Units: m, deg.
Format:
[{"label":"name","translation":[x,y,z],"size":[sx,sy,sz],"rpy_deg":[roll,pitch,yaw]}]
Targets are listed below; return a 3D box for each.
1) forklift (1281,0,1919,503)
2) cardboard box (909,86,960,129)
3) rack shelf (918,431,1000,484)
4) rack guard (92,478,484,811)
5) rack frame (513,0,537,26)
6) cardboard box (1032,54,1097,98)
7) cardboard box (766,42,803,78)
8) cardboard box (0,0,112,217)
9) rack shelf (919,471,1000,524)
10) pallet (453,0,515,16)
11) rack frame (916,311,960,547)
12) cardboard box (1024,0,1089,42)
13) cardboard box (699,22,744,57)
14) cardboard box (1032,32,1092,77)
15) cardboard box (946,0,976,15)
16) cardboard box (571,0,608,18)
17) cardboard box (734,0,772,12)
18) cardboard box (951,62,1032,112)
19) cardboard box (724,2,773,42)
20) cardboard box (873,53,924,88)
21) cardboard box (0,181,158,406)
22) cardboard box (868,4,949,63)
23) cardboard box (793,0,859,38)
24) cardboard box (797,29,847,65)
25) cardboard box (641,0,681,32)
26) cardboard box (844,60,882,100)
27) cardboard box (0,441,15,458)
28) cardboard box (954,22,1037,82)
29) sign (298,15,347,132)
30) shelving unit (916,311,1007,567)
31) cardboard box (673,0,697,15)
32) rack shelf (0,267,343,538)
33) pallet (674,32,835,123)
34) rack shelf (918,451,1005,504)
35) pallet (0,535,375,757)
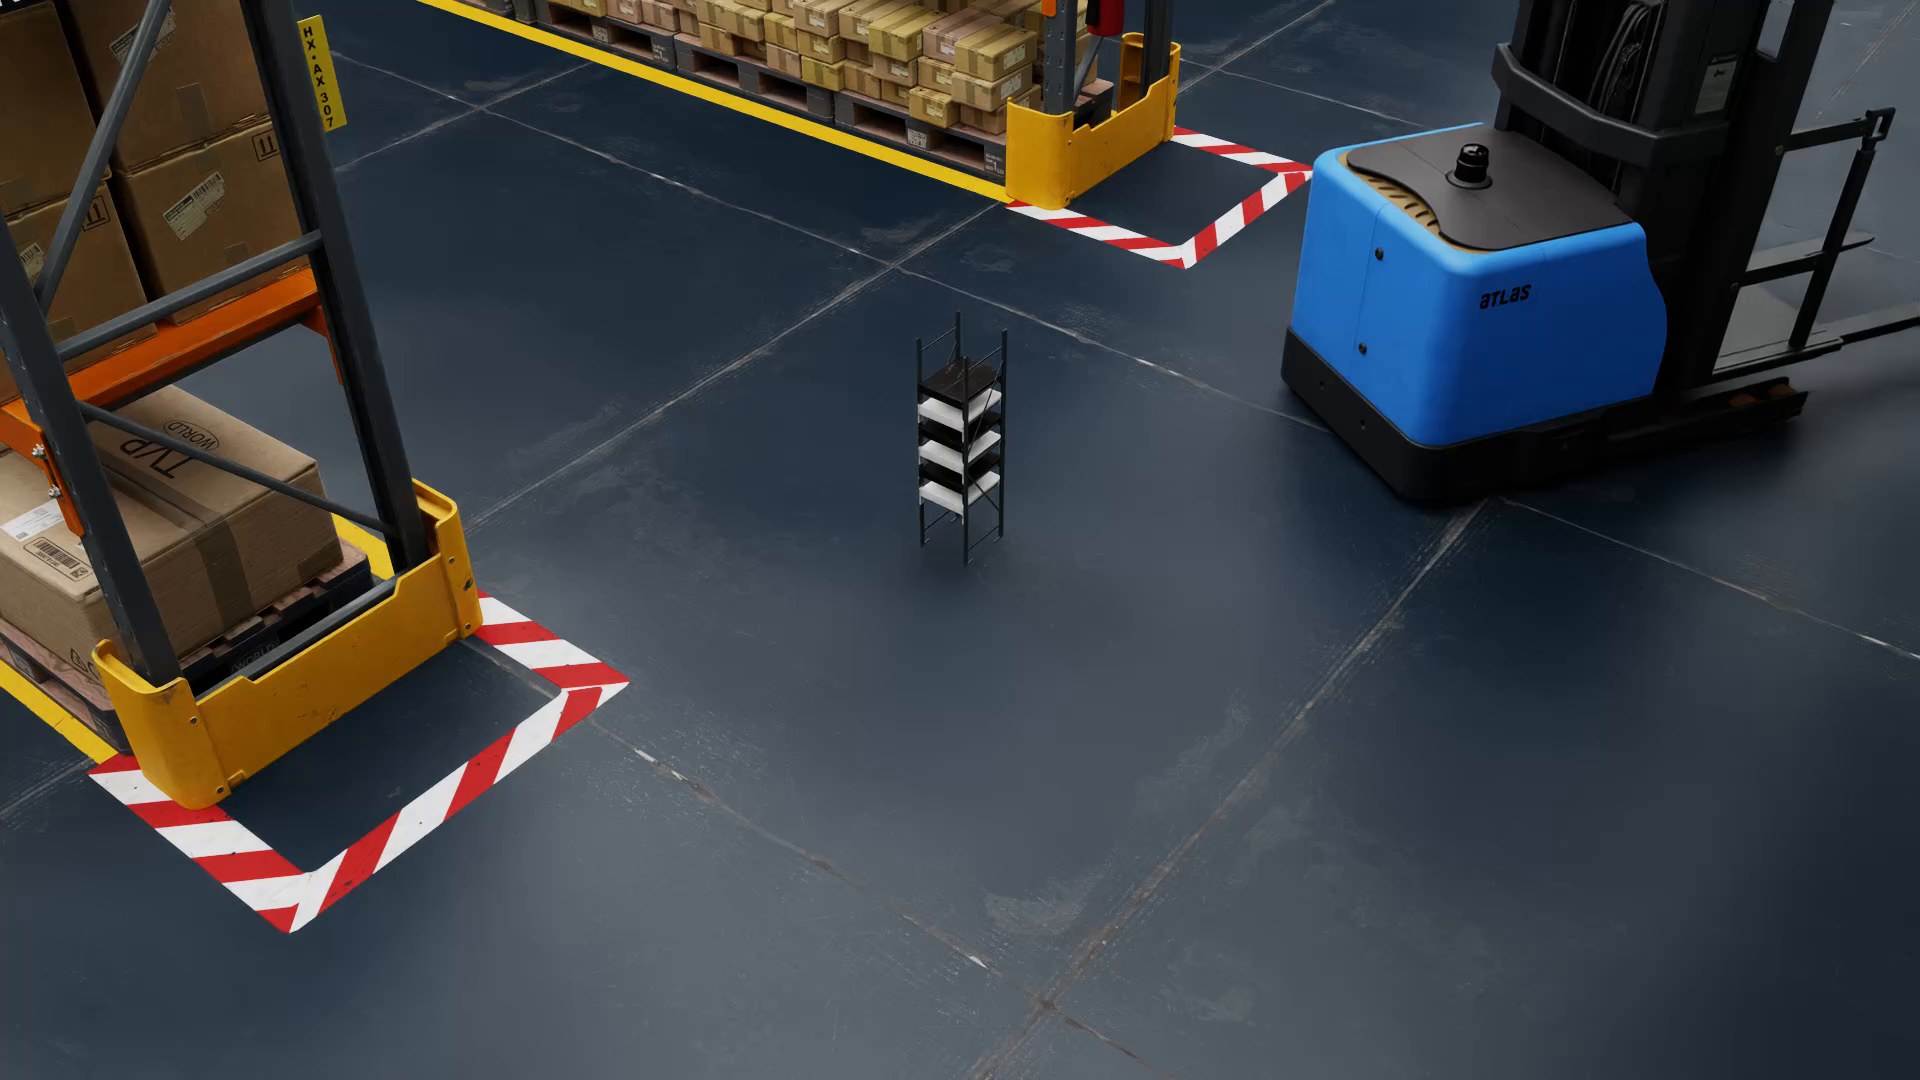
[{"label":"forklift","translation":[2.923,-1.873,6.265],"size":[3.031,2.935,1.130],"rpy_deg":[-14,40,-17]},{"label":"cardboard box","translation":[-0.053,-2.328,8.763],"size":[0.250,0.149,0.380],"rpy_deg":[27,45,30]},{"label":"rack shelf","translation":[0.006,-0.325,5.989],"size":[0.200,0.077,0.258],"rpy_deg":[25,45,29]},{"label":"rack guard","translation":[-2.150,0.311,5.447],"size":[0.348,0.500,1.175],"rpy_deg":[25,45,29]},{"label":"rack frame","translation":[-2.420,-4.642,9.746],"size":[0.127,3.000,1.000],"rpy_deg":[25,45,29]},{"label":"cardboard box","translation":[0.536,-2.540,9.033],"size":[0.250,0.149,0.380],"rpy_deg":[26,45,29]},{"label":"cardboard box","translation":[-0.860,-2.733,9.279],"size":[0.250,0.149,0.380],"rpy_deg":[26,45,29]},{"label":"cardboard box","translation":[-2.697,-1.179,4.431],"size":[0.500,0.500,0.500],"rpy_deg":[27,45,30]},{"label":"rack shelf","translation":[0.006,-0.183,6.100],"size":[0.200,0.077,0.258],"rpy_deg":[25,45,29]},{"label":"pallet","translation":[-3.039,-3.835,10.977],"size":[1.213,0.211,1.003],"rpy_deg":[25,45,29]},{"label":"rack frame","translation":[-0.074,-0.389,6.017],"size":[0.006,0.900,0.240],"rpy_deg":[25,45,29]},{"label":"cardboard box","translation":[0.548,-2.784,8.861],"size":[0.250,0.149,0.380],"rpy_deg":[23,44,27]},{"label":"cardboard box","translation":[-1.270,-2.925,9.525],"size":[0.250,0.149,0.380],"rpy_deg":[24,44,27]},{"label":"cardboard box","translation":[0.497,-2.626,8.901],"size":[0.250,0.149,0.380],"rpy_deg":[27,46,30]},{"label":"cardboard box","translation":[0.134,-2.985,9.119],"size":[0.250,0.149,0.380],"rpy_deg":[25,45,28]},{"label":"cardboard box","translation":[-2.114,-3.291,9.993],"size":[0.250,0.149,0.380],"rpy_deg":[27,45,30]},{"label":"cardboard box","translation":[-1.046,-3.091,9.254],"size":[0.250,0.149,0.380],"rpy_deg":[25,45,29]},{"label":"cardboard box","translation":[0.165,-2.362,8.564],"size":[0.250,0.149,0.380],"rpy_deg":[24,44,27]},{"label":"cardboard box","translation":[-1.096,-2.938,9.300],"size":[0.250,0.149,0.380],"rpy_deg":[26,45,29]},{"label":"cardboard box","translation":[-0.249,-2.556,8.811],"size":[0.250,0.149,0.380],"rpy_deg":[23,44,27]},{"label":"cardboard box","translation":[-2.713,-0.773,4.723],"size":[0.500,0.500,0.500],"rpy_deg":[26,45,29]},{"label":"cardboard box","translation":[-0.264,-2.652,8.694],"size":[0.250,0.149,0.380],"rpy_deg":[24,44,28]},{"label":"cardboard box","translation":[-0.679,-2.854,8.951],"size":[0.250,0.149,0.380],"rpy_deg":[27,45,30]},{"label":"cardboard box","translation":[-0.668,-2.743,9.051],"size":[0.250,0.149,0.380],"rpy_deg":[26,45,29]},{"label":"cardboard box","translation":[-1.653,-3.153,9.816],"size":[0.250,0.149,0.380],"rpy_deg":[24,44,28]},{"label":"cardboard box","translation":[-0.415,-2.556,9.053],"size":[0.250,0.149,0.380],"rpy_deg":[26,45,29]},{"label":"cardboard box","translation":[-3.486,-0.376,6.034],"size":[0.875,0.438,0.875],"rpy_deg":[27,45,30]},{"label":"cardboard box","translation":[0.183,-2.495,8.493],"size":[0.250,0.149,0.380],"rpy_deg":[26,45,29]},{"label":"sign","translation":[-1.827,-1.324,4.741],"size":[0.005,0.325,0.100],"rpy_deg":[25,45,29]},{"label":"shelving unit","translation":[0.006,-0.351,5.969],"size":[0.210,0.900,0.258],"rpy_deg":[25,45,29]},{"label":"cardboard box","translation":[-1.438,-3.168,9.594],"size":[0.250,0.149,0.380],"rpy_deg":[27,46,30]},{"label":"rack shelf","translation":[-3.758,-1.148,5.867],"size":[4.000,0.370,1.077],"rpy_deg":[25,45,29]},{"label":"pallet","translation":[-0.891,-2.853,9.723],"size":[1.213,0.211,1.003],"rpy_deg":[25,45,29]},{"label":"rack shelf","translation":[0.006,-0.254,6.045],"size":[0.200,0.077,0.258],"rpy_deg":[25,45,29]},{"label":"pallet","translation":[-2.852,0.155,5.881],"size":[1.213,0.211,1.003],"rpy_deg":[25,45,29]}]
